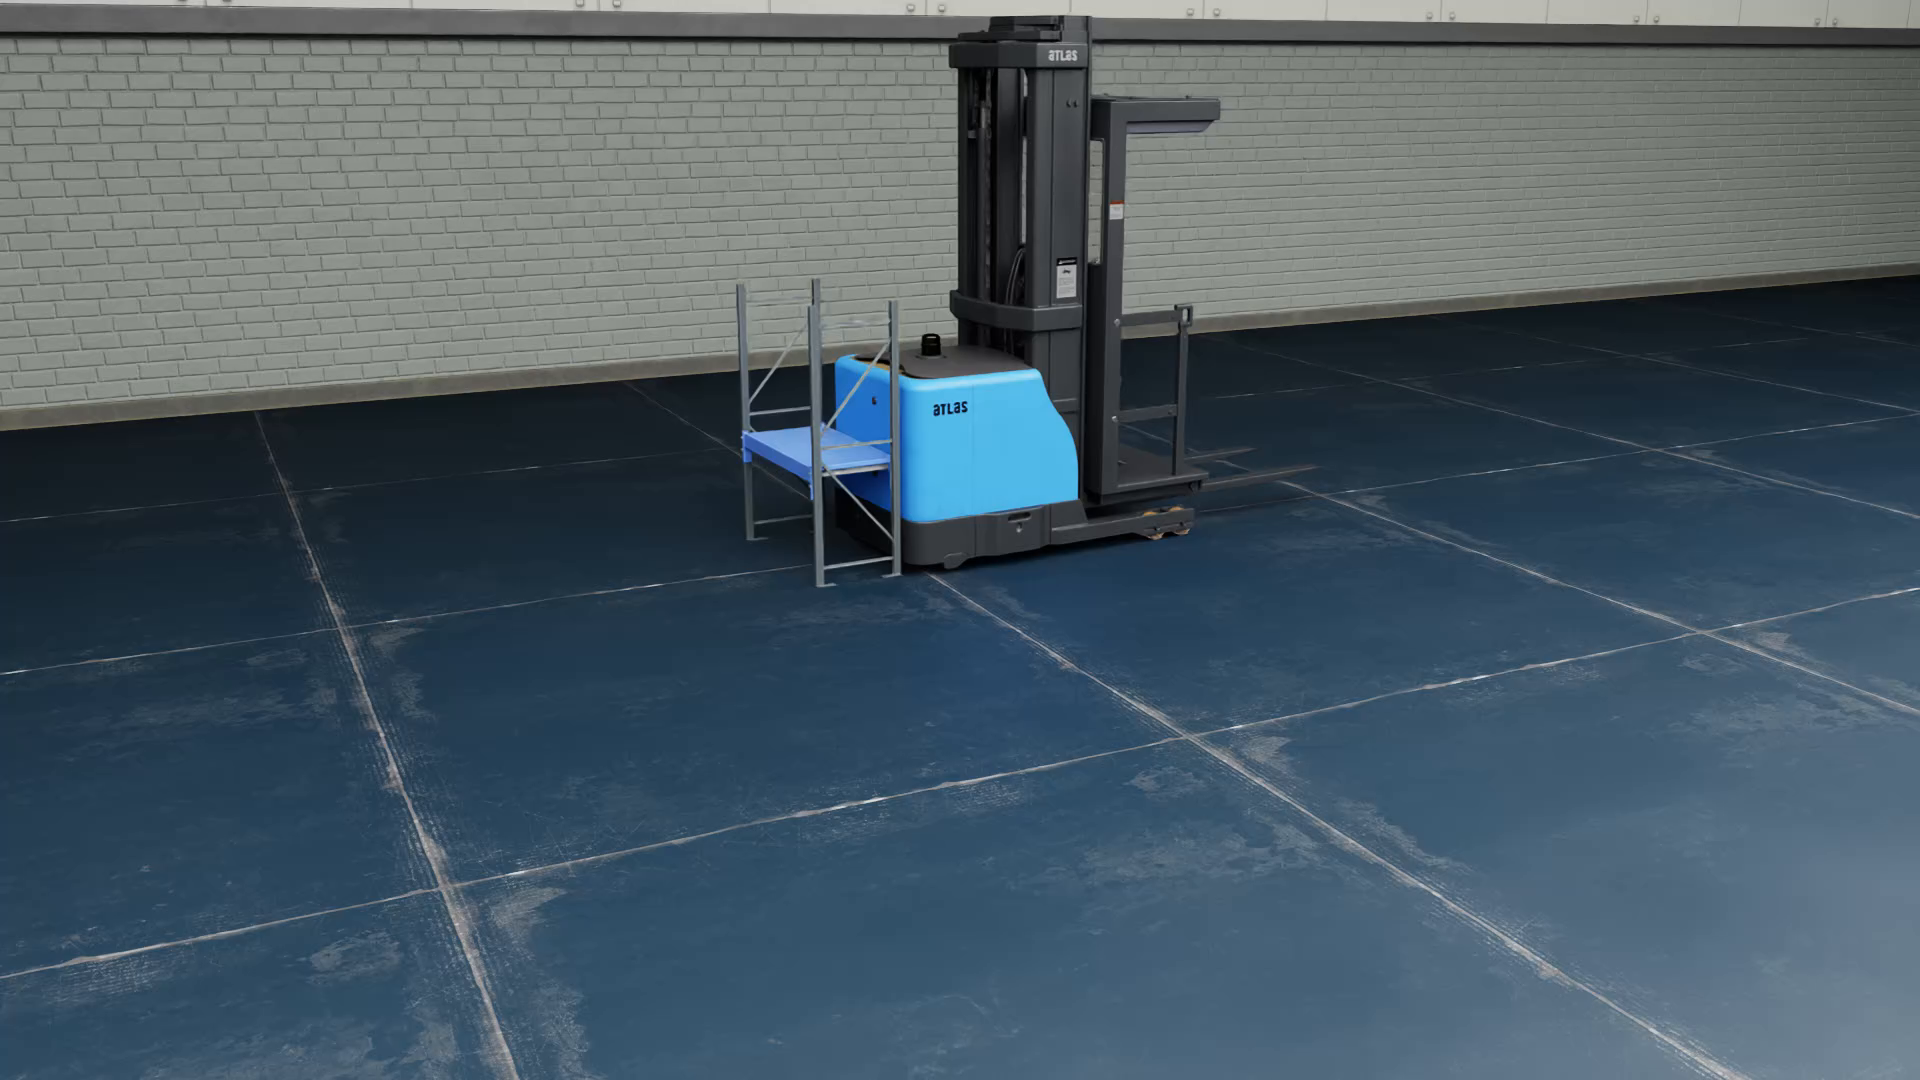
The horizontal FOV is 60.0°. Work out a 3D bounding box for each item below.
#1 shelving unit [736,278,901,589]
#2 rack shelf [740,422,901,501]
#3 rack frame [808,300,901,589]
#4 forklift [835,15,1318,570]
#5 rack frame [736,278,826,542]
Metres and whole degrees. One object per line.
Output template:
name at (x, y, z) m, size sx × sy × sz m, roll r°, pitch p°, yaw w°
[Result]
shelving unit at (-0.788, -0.622, 9.198) m, size 0.538 × 1.500 × 1.048 m, roll -8°, pitch 18°, yaw -27°
rack shelf at (-0.788, -0.449, 9.248) m, size 0.538 × 0.185 × 1.000 m, roll -8°, pitch 18°, yaw -27°
rack frame at (-0.548, -0.498, 8.767) m, size 0.500 × 1.500 × 0.032 m, roll -8°, pitch 18°, yaw -27°
forklift at (0.801, -1.526, 9.754) m, size 3.031 × 2.935 × 1.130 m, roll -9°, pitch 18°, yaw -29°
rack frame at (-1.028, -0.745, 9.629) m, size 0.500 × 1.500 × 0.032 m, roll -8°, pitch 18°, yaw -27°
